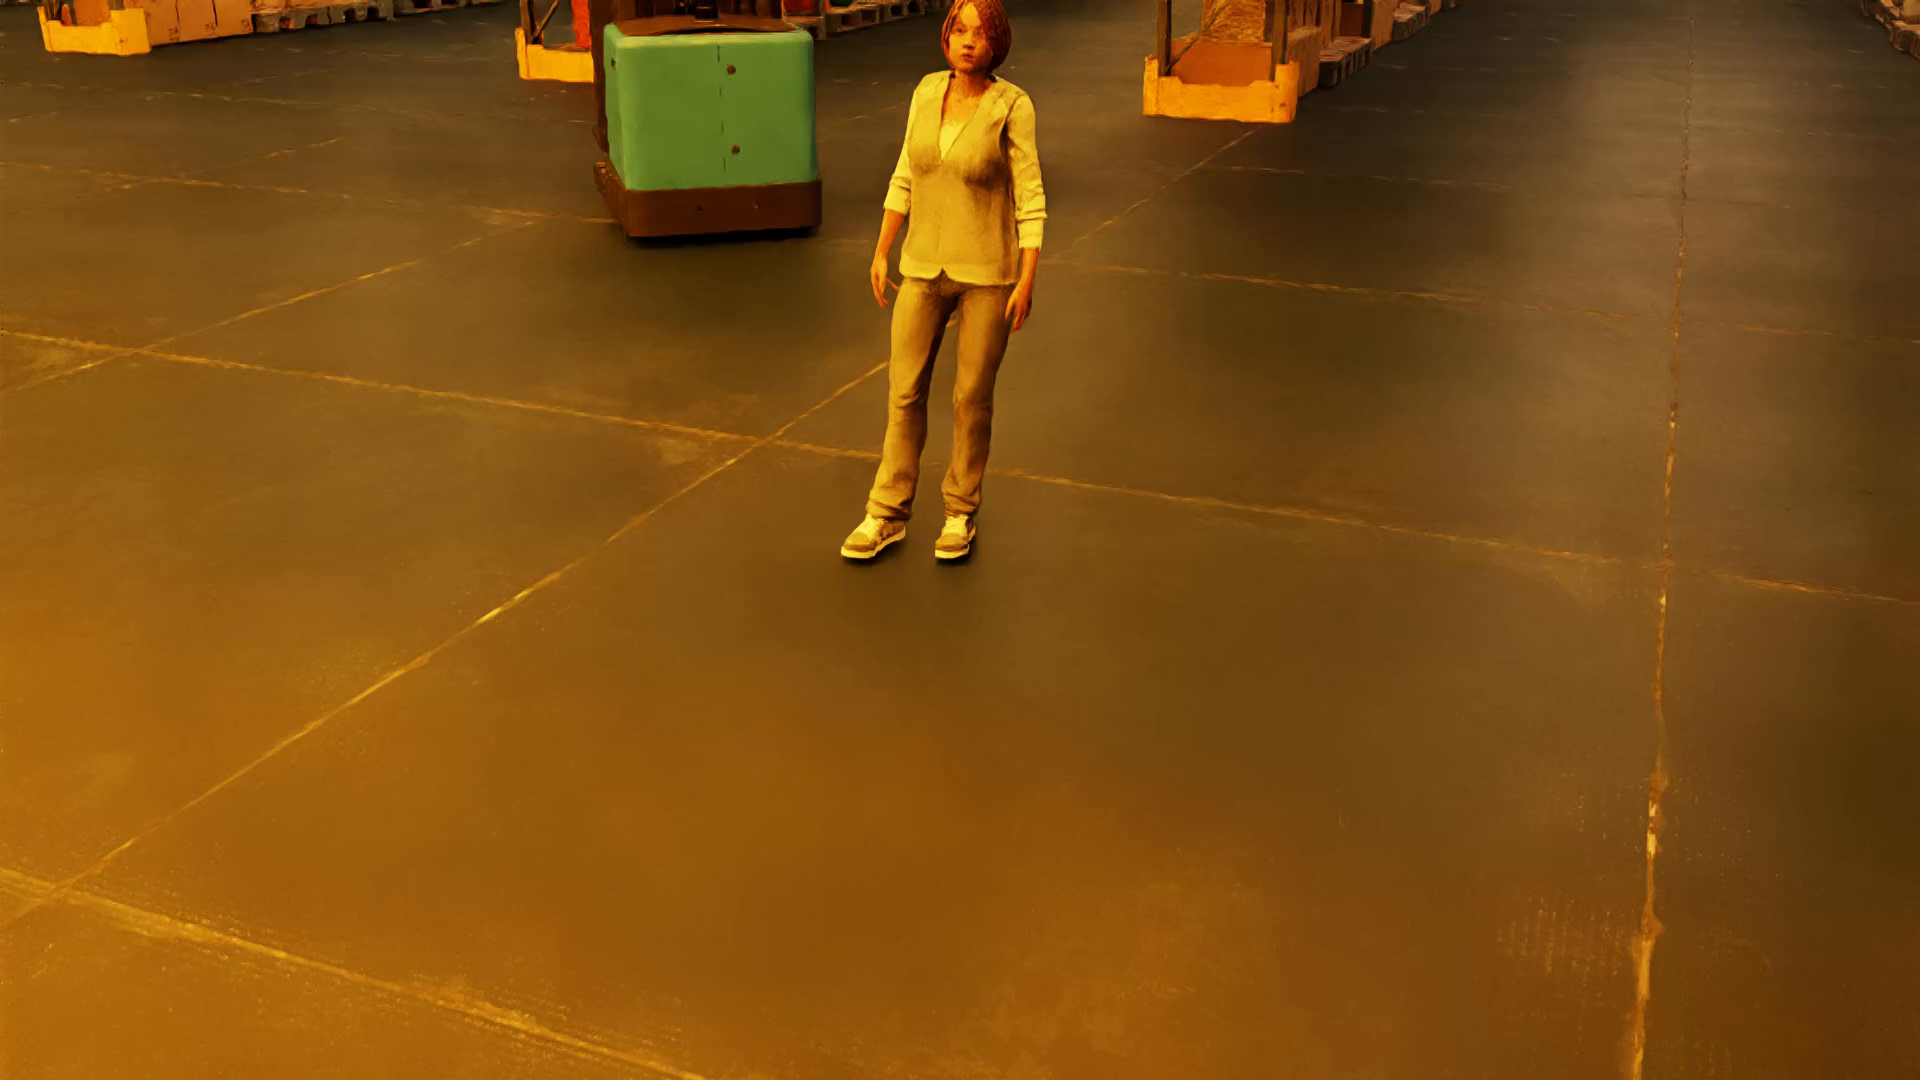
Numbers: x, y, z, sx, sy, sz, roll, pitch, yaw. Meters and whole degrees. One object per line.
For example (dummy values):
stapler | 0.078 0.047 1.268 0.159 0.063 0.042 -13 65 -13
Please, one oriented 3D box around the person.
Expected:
person | -0.041 -0.719 4.724 0.521 1.597 0.474 9 24 21

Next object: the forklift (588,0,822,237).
forklift | -1.642 -3.483 9.626 1.130 2.935 3.031 -6 23 -15
